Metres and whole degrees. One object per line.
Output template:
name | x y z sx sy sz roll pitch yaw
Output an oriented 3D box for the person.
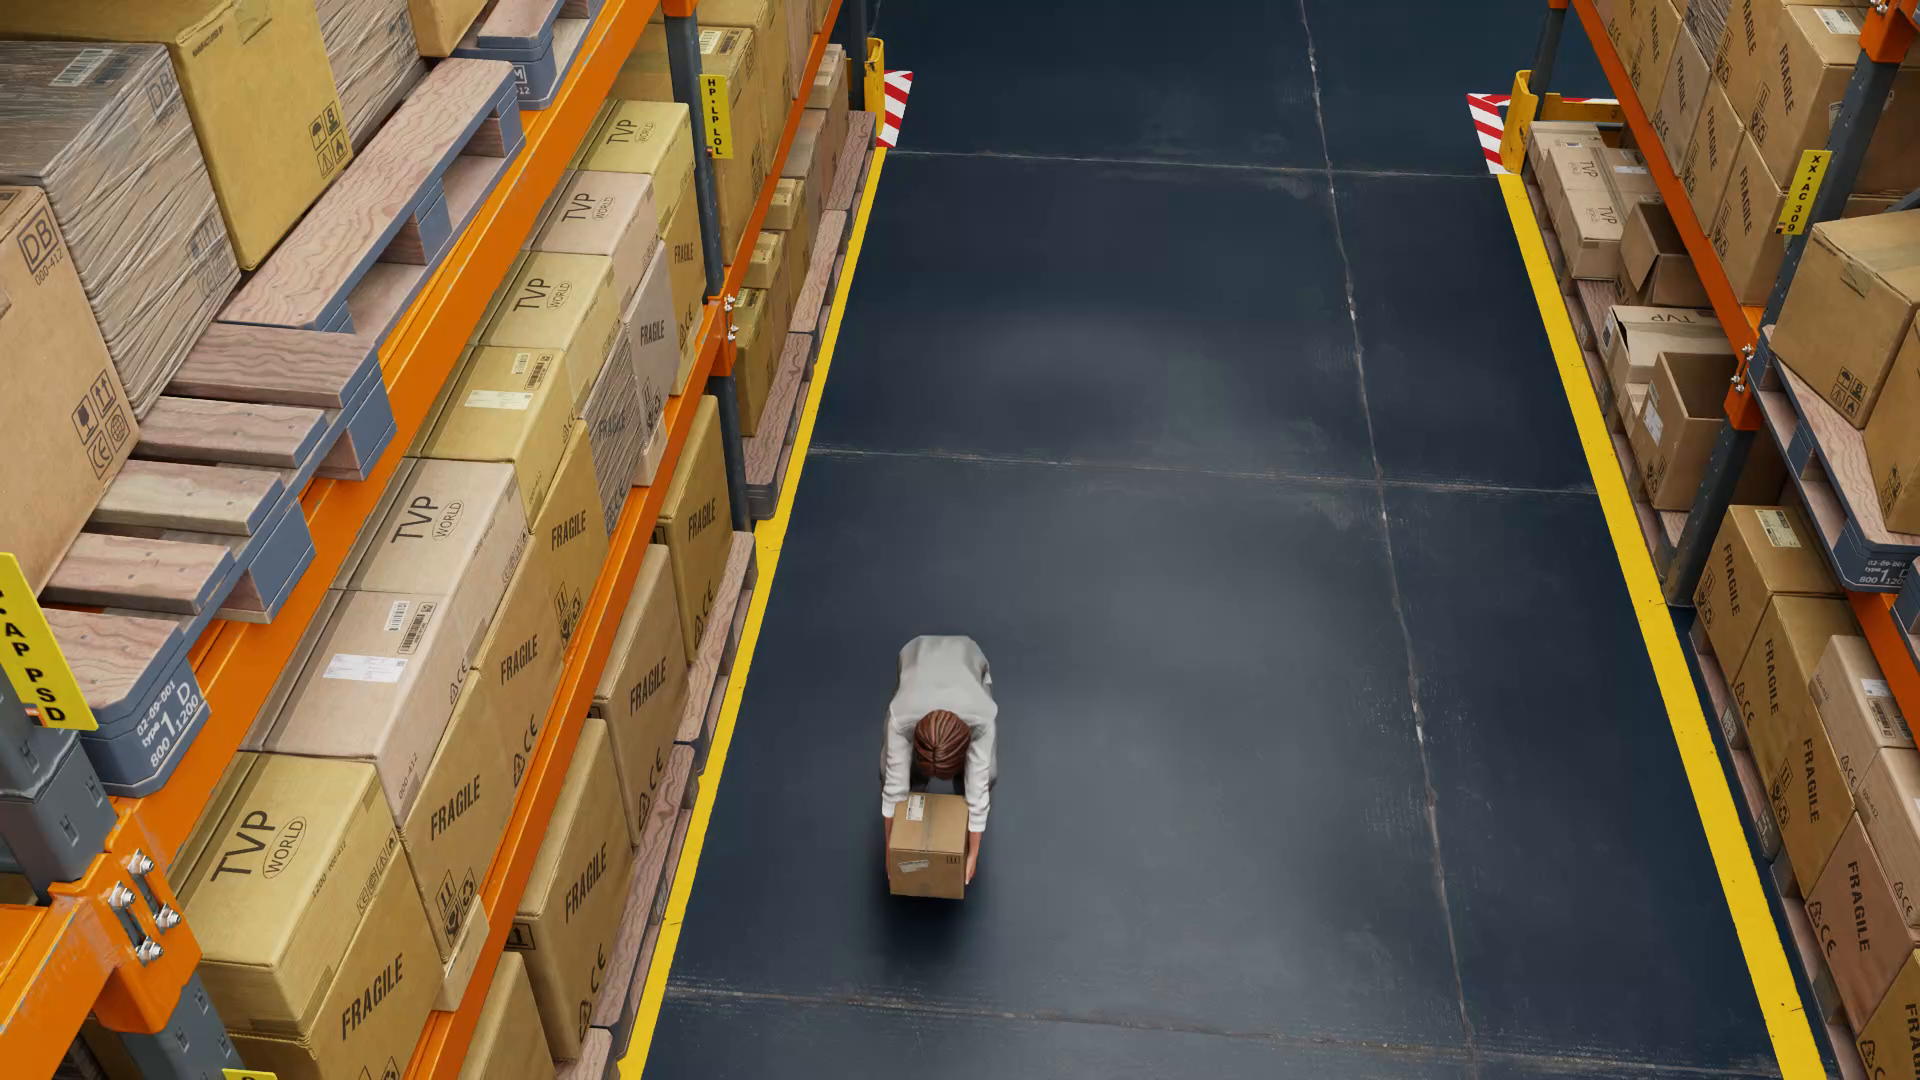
person | -0.073 0.733 5.852 0.419 0.896 0.833 3 41 3
